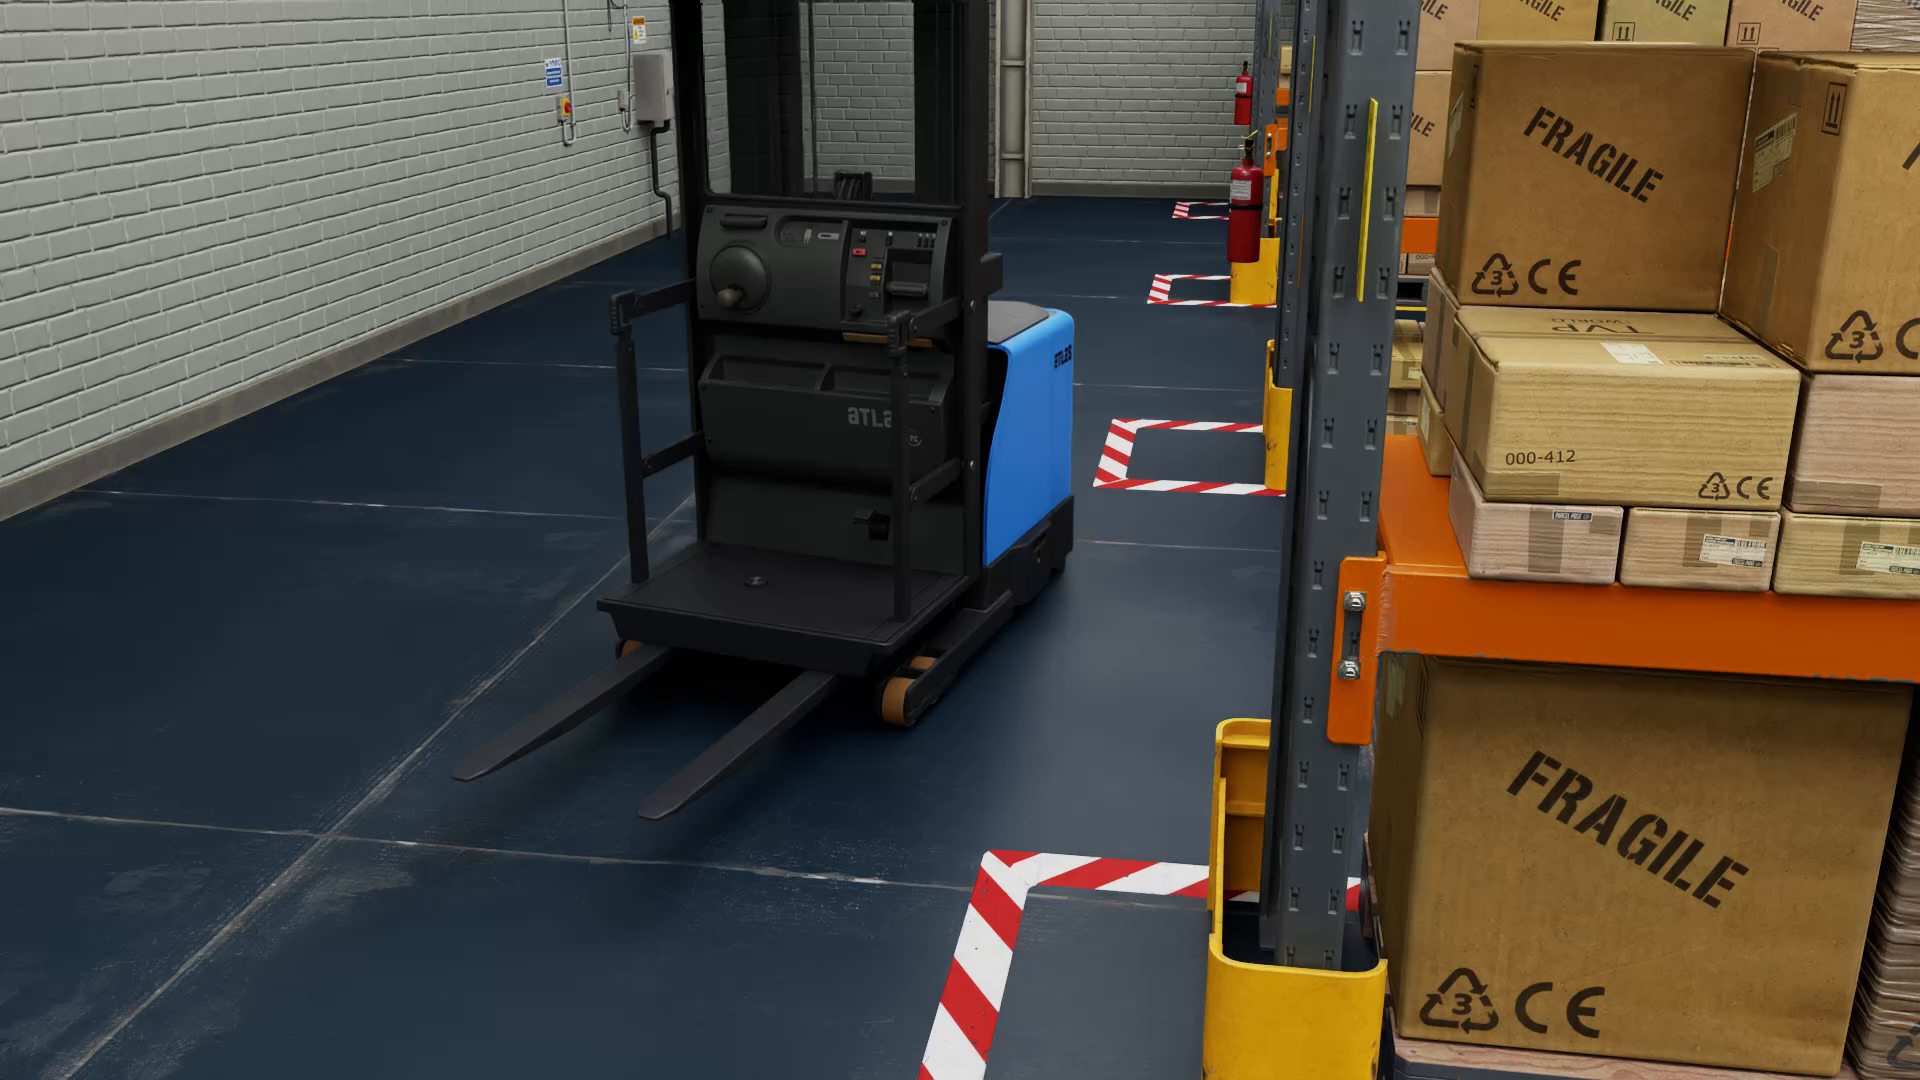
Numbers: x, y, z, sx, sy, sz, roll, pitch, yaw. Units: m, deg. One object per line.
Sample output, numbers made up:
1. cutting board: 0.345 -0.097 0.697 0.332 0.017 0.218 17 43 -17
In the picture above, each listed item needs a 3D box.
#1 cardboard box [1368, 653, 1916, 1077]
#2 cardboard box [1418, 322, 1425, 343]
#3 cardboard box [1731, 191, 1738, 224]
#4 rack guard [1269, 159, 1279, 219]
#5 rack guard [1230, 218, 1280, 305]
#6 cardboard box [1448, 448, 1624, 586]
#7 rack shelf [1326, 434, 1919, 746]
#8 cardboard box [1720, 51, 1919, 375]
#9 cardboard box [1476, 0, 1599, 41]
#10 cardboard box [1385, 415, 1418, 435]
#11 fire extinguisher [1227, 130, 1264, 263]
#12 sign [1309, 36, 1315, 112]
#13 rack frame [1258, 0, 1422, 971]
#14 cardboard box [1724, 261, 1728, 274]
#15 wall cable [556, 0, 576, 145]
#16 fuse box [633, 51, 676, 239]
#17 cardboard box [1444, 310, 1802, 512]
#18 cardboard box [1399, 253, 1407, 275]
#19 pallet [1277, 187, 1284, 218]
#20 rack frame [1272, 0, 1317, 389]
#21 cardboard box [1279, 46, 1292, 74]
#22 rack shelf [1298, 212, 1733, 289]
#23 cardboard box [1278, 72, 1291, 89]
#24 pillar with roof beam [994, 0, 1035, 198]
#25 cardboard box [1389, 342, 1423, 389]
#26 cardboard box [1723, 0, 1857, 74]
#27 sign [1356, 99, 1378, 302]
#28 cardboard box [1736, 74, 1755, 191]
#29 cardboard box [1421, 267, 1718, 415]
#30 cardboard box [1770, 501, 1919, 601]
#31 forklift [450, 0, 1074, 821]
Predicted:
1. cardboard box: 1.419 0.522 3.701 0.875 0.875 0.875 3 19 9
2. cardboard box: 2.462 -0.994 8.439 0.250 0.149 0.380 3 19 10
3. cardboard box: 3.477 -1.541 7.578 0.250 0.149 0.380 4 19 11
4. rack guard: 3.205 -3.764 17.765 0.348 0.500 1.175 3 19 9
5. rack guard: 2.322 -2.214 13.131 0.348 0.500 1.175 3 19 9
6. cardboard box: 1.072 -0.053 3.130 0.250 0.149 0.380 3 19 9
7. rack shelf: 2.749 0.149 3.266 4.000 0.370 1.077 3 19 9
8. cardboard box: 1.699 -0.585 2.910 0.500 0.500 0.500 2 19 7
9. cardboard box: 2.561 -2.376 7.473 0.500 0.500 0.500 3 19 10
10. cardboard box: 2.127 -0.563 8.088 0.250 0.149 0.380 3 19 10
11. fire extinguisher: 1.485 -1.786 8.623 0.183 0.674 0.296 3 19 9
12. sign: 1.575 -2.083 7.436 0.005 0.325 0.100 3 19 9
13. rack frame: 0.774 -0.293 3.452 0.127 3.000 1.000 3 19 9
14. cardboard box: 5.692 -2.246 12.664 0.875 0.438 0.875 3 19 8
15. wall cable: -3.225 -4.171 13.391 0.123 1.953 0.585 3 19 9
16. fuse box: -2.748 -3.714 15.707 0.414 1.711 0.539 3 19 9
17. cardboard box: 1.205 -0.254 3.104 0.500 0.250 0.500 2 19 7
18. cardboard box: 3.013 -2.380 13.065 0.875 0.438 0.875 2 19 7
19. pallet: 3.992 -3.587 17.691 1.213 0.211 1.003 3 19 9
20. rack frame: 1.661 -1.842 8.081 0.127 3.000 1.000 3 19 9
21. cardboard box: 3.535 -4.916 17.035 0.500 0.250 0.500 3 19 9
22. rack shelf: 3.635 -1.400 7.894 4.000 0.370 1.077 3 19 9
23. cardboard box: 3.411 -4.732 17.113 0.250 0.149 0.380 3 19 8
24. pillar with roof beam: -0.072 -6.868 13.646 0.400 9.000 9.100 3 19 9
25. cardboard box: 2.124 -0.839 7.976 0.250 0.149 0.380 2 19 6
26. cardboard box: 3.575 -2.318 7.301 0.500 0.500 0.500 2 19 7
27. sign: 0.680 -0.568 2.784 0.005 0.325 0.100 3 19 9
28. cardboard box: 3.578 -1.850 7.479 0.500 0.500 0.500 2 19 7
29. cardboard box: 1.295 -0.422 3.604 0.500 0.250 0.500 3 19 8
30. cardboard box: 1.579 -0.028 3.054 0.250 0.149 0.380 2 19 7
31. forklift: -0.547 -0.925 5.450 1.130 2.935 3.031 7 20 21
